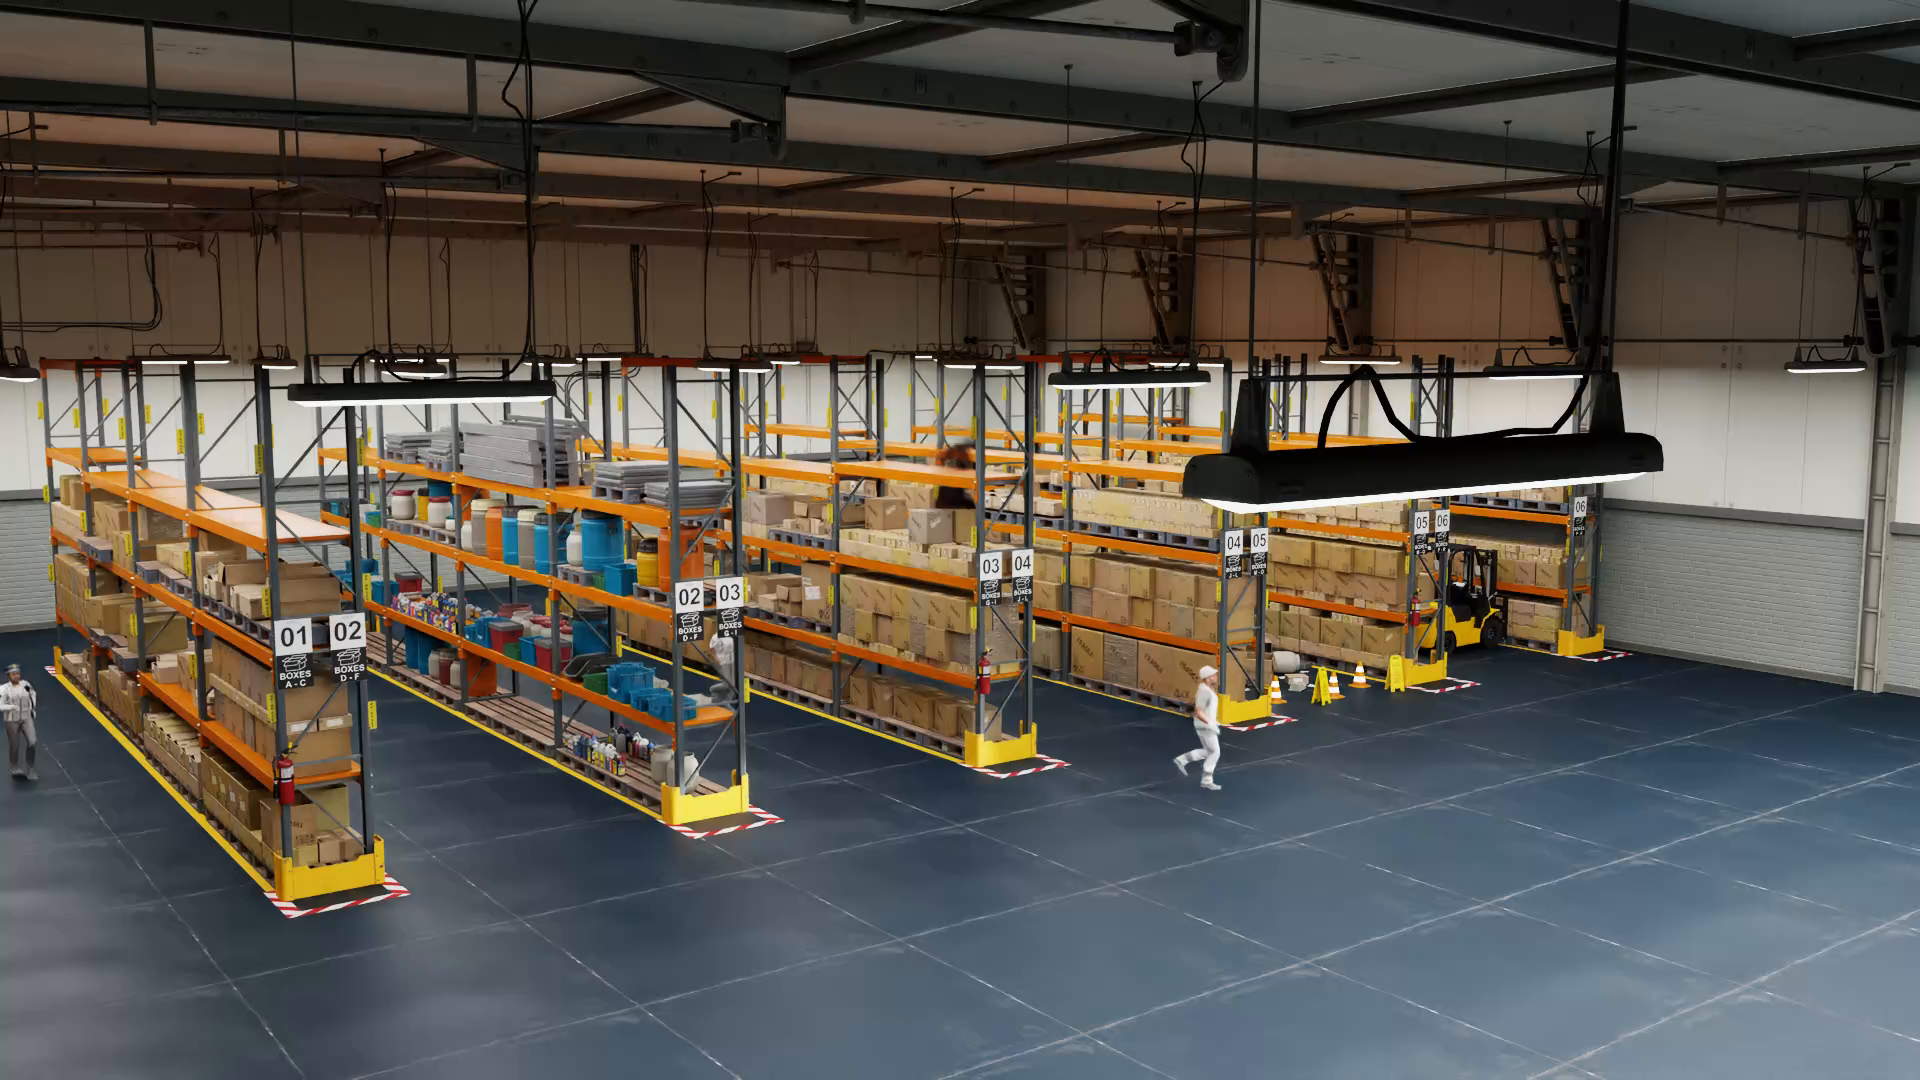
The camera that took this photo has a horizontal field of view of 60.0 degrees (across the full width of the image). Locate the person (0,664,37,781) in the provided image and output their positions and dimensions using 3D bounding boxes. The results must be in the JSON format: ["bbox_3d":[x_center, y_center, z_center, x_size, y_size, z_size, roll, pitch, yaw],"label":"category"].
[{"bbox_3d":[-13.575,2.629,23.985,0.590,1.740,0.726,-7,9,-43],"label":"person"}]

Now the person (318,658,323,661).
[{"bbox_3d":[-11.142,2.046,28.537,0.889,1.772,0.645,6,9,40],"label":"person"}]

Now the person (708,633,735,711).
[{"bbox_3d":[-4.023,2.102,28.499,0.562,1.660,0.575,7,9,43],"label":"person"}]

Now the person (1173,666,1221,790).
[{"bbox_3d":[3.369,2.647,23.542,0.689,1.775,0.662,1,7,10],"label":"person"}]
